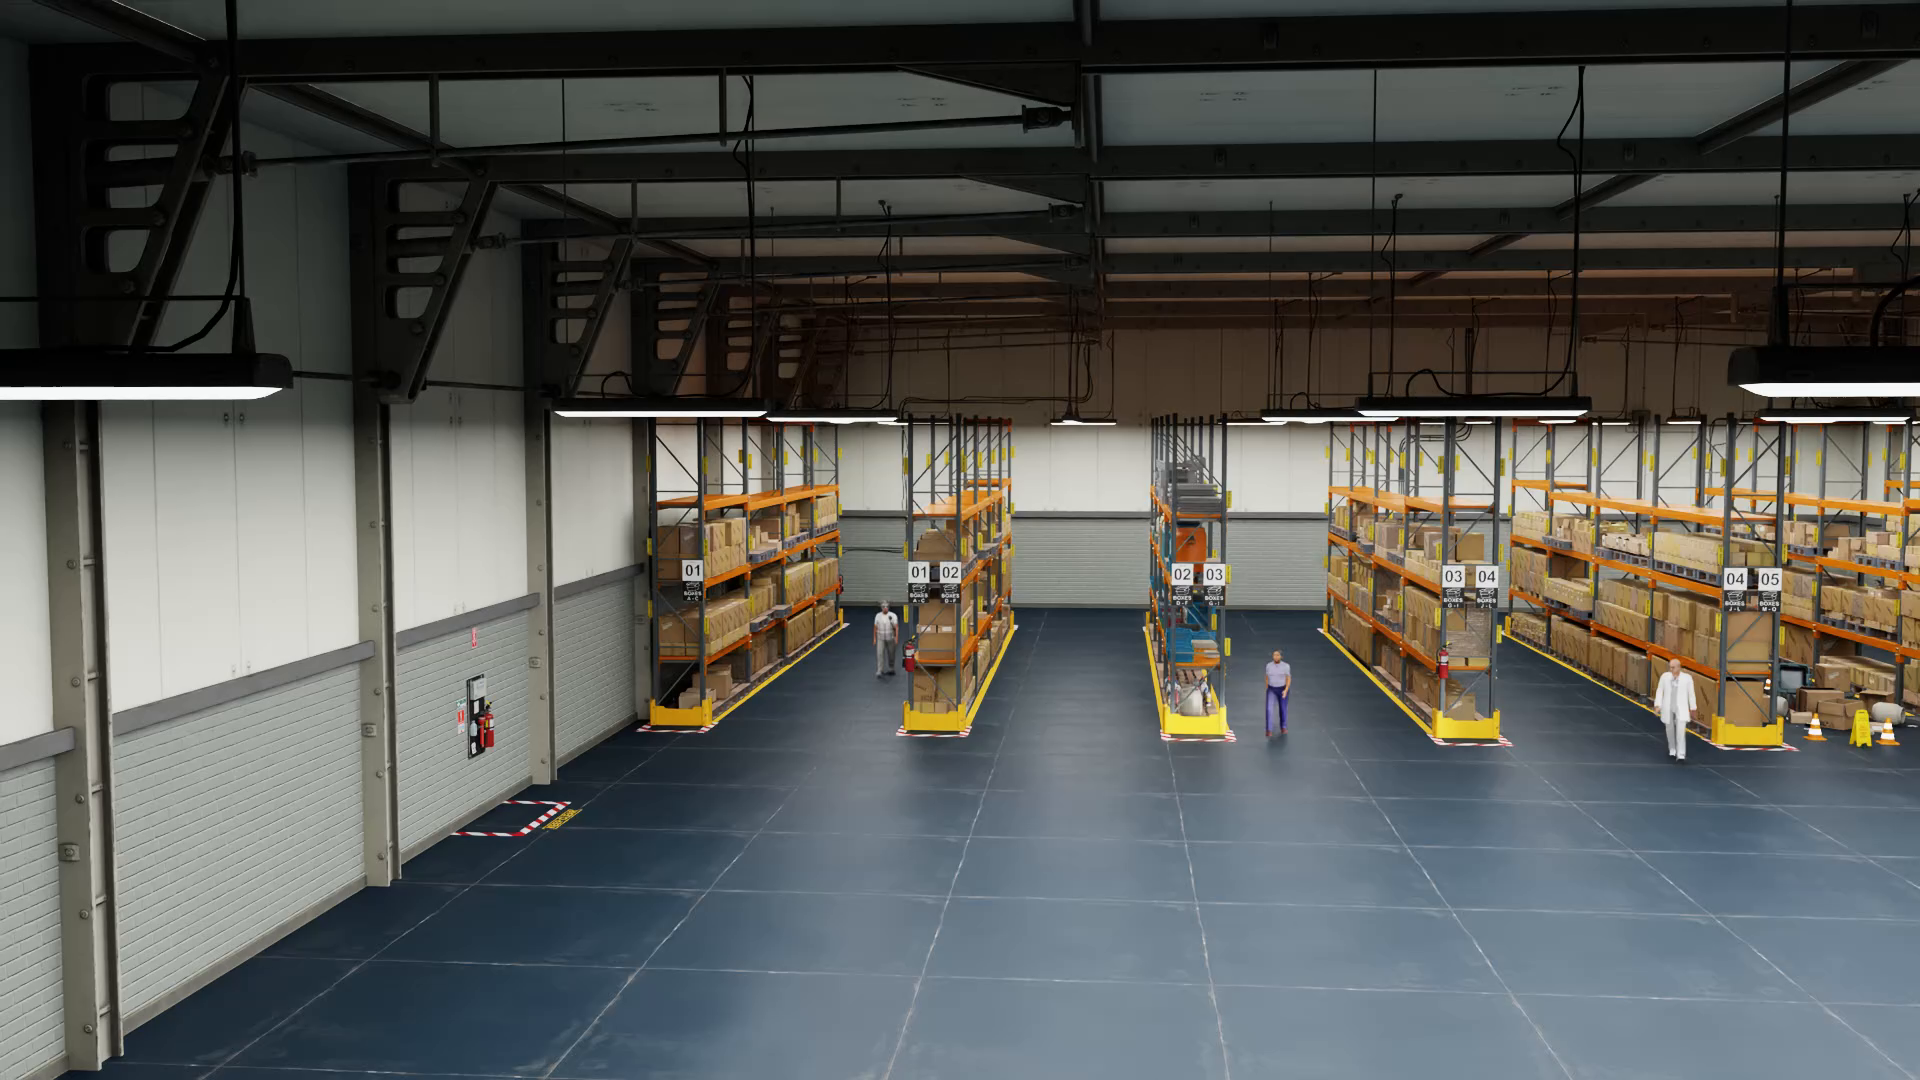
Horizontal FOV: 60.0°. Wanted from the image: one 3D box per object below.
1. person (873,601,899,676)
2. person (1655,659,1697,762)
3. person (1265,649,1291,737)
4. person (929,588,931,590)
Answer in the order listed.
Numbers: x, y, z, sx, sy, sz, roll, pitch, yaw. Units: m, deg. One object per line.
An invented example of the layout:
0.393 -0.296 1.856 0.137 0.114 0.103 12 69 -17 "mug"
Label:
-1.723 2.260 38.479 0.622 1.703 1.084 0 4 6 "person"
12.328 2.919 28.693 0.648 1.742 0.969 3 5 36 "person"
5.881 2.841 30.816 0.493 1.575 0.963 1 4 17 "person"
-0.842 1.457 50.229 0.594 1.731 1.004 1 4 13 "person"
